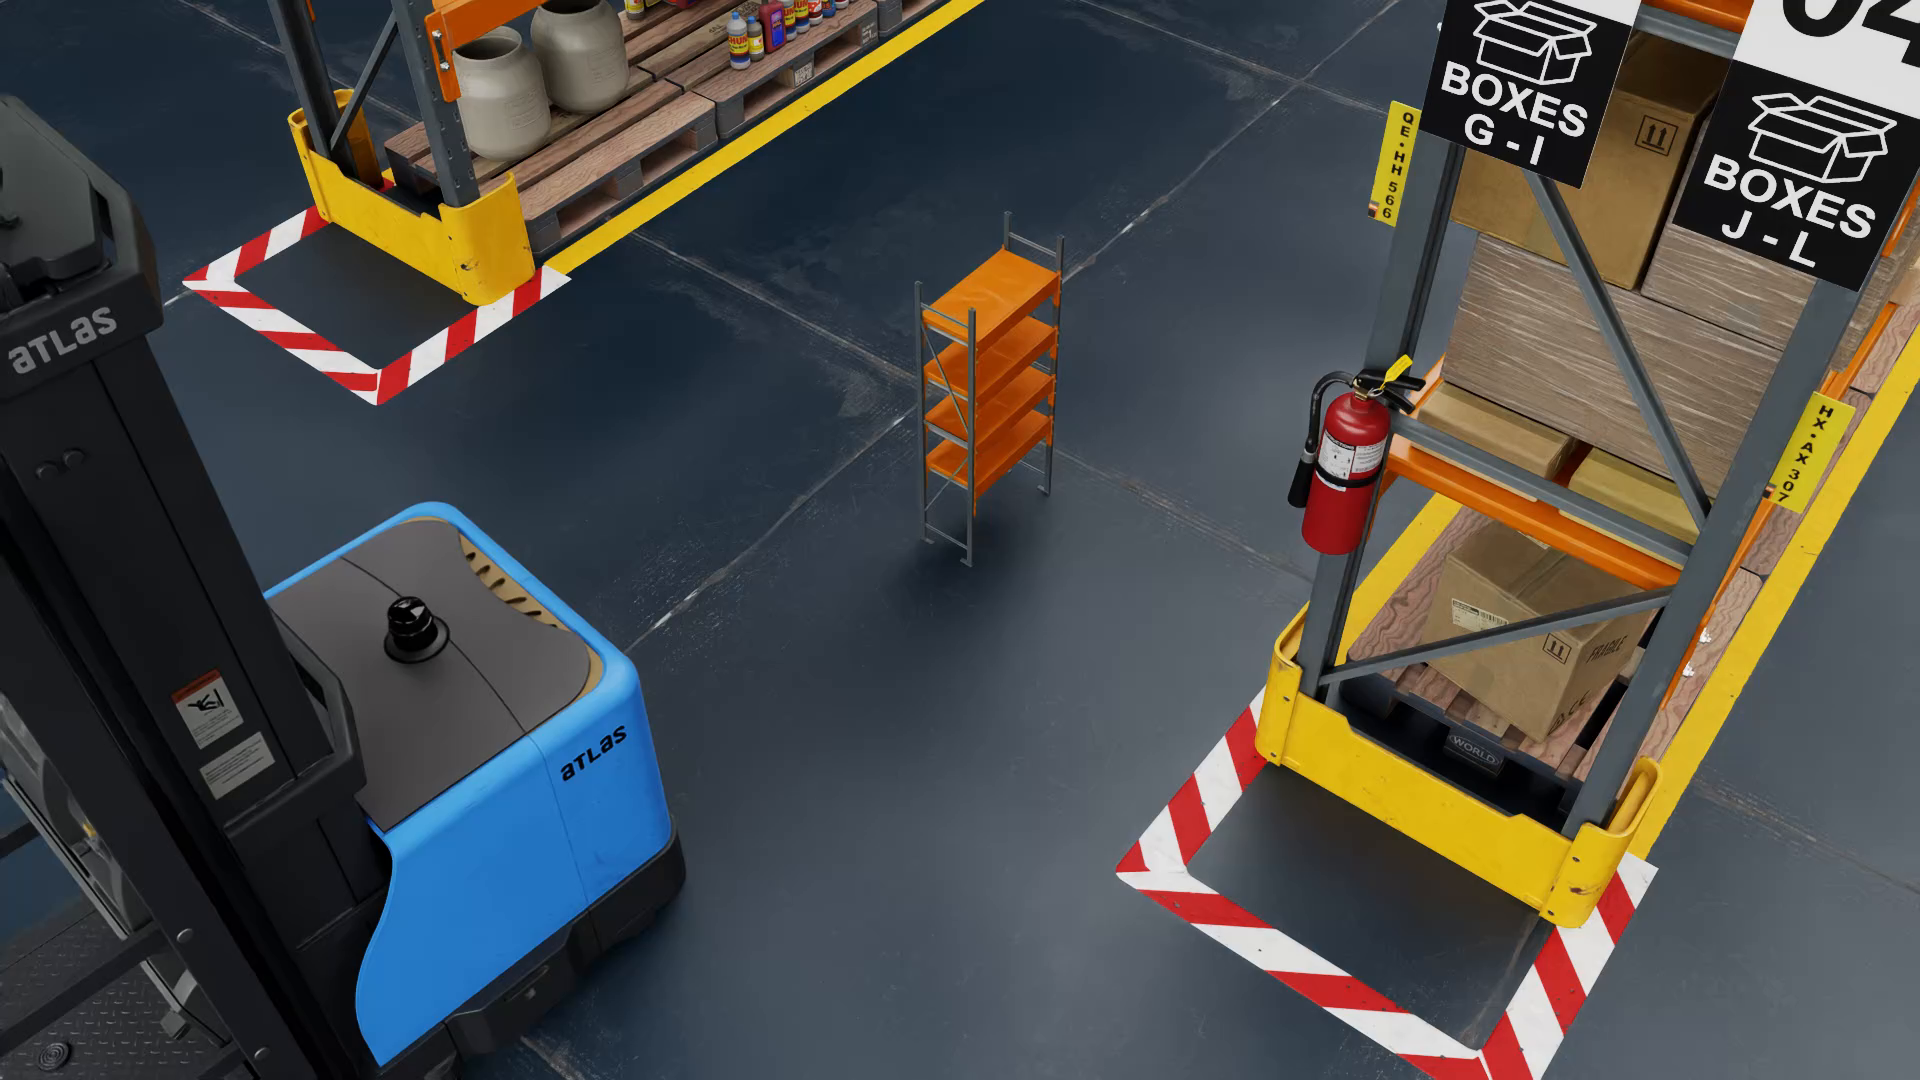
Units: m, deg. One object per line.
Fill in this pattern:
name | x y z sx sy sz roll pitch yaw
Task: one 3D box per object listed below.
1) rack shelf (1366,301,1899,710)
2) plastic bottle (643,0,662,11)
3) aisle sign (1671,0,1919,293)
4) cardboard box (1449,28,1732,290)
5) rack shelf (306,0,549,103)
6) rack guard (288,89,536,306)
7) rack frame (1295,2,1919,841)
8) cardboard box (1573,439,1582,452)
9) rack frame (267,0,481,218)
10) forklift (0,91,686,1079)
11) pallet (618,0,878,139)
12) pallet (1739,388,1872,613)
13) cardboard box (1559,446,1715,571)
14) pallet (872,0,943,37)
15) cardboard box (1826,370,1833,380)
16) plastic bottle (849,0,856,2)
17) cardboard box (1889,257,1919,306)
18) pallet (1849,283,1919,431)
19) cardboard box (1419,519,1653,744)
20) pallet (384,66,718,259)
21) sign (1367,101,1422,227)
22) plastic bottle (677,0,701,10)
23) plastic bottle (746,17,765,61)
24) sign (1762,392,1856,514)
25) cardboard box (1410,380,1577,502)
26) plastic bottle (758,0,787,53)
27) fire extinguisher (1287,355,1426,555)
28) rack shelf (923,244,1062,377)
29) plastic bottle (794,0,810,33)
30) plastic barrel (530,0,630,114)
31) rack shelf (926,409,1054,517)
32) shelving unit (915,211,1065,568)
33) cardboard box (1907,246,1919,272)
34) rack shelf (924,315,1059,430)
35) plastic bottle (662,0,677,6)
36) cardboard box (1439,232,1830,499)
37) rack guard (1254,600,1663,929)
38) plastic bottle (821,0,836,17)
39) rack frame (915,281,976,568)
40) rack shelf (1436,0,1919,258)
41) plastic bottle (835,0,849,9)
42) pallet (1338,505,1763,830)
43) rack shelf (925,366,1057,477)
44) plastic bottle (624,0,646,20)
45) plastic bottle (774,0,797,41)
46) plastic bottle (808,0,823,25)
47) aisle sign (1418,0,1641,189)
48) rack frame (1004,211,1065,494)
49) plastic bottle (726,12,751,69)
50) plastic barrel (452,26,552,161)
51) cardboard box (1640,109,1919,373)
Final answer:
rack shelf | 2.708 -1.032 5.659 1.077 0.370 4.000 29 53 25
plastic bottle | -1.601 -2.859 8.481 0.061 0.283 0.133 30 53 26
aisle sign | 1.685 -0.866 3.205 0.394 0.787 0.004 29 53 25
cardboard box | 1.626 -1.043 4.205 0.500 0.500 0.500 29 53 25
rack shelf | -1.211 -3.222 7.750 1.077 0.370 4.000 29 53 25
rack guard | -2.425 -1.526 7.362 1.175 0.500 0.348 29 53 25
rack frame | 1.485 -0.136 4.305 1.000 3.000 0.127 29 53 25
cardboard box | 1.649 -0.446 4.776 0.380 0.149 0.250 29 53 25
rack frame | -2.434 -2.326 6.397 1.000 3.000 0.127 29 53 25
forklift | -2.239 0.596 3.654 1.130 2.935 3.031 35 56 29
pallet | -1.178 -2.584 8.573 1.003 0.211 1.213 29 53 25
pallet | 2.803 -0.360 6.448 1.003 0.211 1.213 29 53 25
cardboard box | 1.848 -0.107 4.451 0.380 0.149 0.250 29 53 25
pallet | -0.432 -3.285 9.242 1.003 0.211 1.213 29 53 25
cardboard box | 2.476 -0.670 4.989 0.380 0.149 0.250 29 53 25
plastic bottle | -0.572 -2.944 8.567 0.152 0.276 0.135 30 53 26
cardboard box | 2.842 -0.922 5.230 0.380 0.149 0.250 29 53 25
pallet | 3.548 -1.062 7.118 1.003 0.211 1.213 29 53 25
cardboard box | 1.880 0.233 5.392 0.500 0.500 0.500 -33 54 -27
pallet | -1.924 -1.889 7.909 1.003 0.211 1.213 29 53 25
sign | 1.058 -0.902 4.018 0.100 0.325 0.005 29 53 25
plastic bottle | -1.398 -2.869 8.491 0.061 0.283 0.133 29 53 25
plastic bottle | -1.016 -2.470 8.166 0.097 0.201 0.097 0 46 0
sign | 1.915 -0.195 3.763 0.100 0.325 0.005 29 53 25
cardboard box | 1.496 -0.303 4.639 0.380 0.149 0.250 29 53 25
plastic bottle | -0.926 -2.560 8.196 0.061 0.283 0.133 30 53 26
fire extinguisher | 1.050 -0.247 4.465 0.296 0.674 0.183 29 53 25
rack shelf | 0.101 -0.781 5.622 0.258 0.148 0.480 29 53 25
plastic bottle | -0.808 -2.688 8.326 0.097 0.271 0.097 0 46 0
plastic barrel | -1.786 -2.308 7.811 0.421 0.512 0.421 0 46 0
rack shelf | 0.101 -0.326 6.099 0.258 0.148 0.480 29 53 25
shelving unit | 0.101 -0.509 5.907 0.258 1.200 0.503 29 53 25
cardboard box | 2.348 -1.096 4.256 0.500 0.500 0.500 29 53 25
rack shelf | 0.101 -0.617 5.794 0.258 0.148 0.480 29 53 25
plastic bottle | -1.483 -2.914 8.538 0.152 0.276 0.135 30 53 25
cardboard box | 1.843 -0.576 4.451 0.875 0.500 0.500 29 53 25
rack guard | 1.532 0.684 5.251 1.175 0.500 0.348 29 53 25
plastic bottle | -0.685 -2.804 8.437 0.097 0.271 0.097 0 46 0
rack frame | -0.048 -0.370 5.773 0.240 1.200 0.015 29 53 25
rack shelf | 2.708 -2.068 4.574 1.077 0.370 4.000 29 53 25
plastic bottle | -0.622 -2.838 8.518 0.097 0.201 0.097 0 46 0
pallet | 2.056 0.335 5.784 1.003 0.211 1.213 29 53 25
rack shelf | 0.101 -0.463 5.955 0.258 0.148 0.480 29 53 25
plastic bottle | -1.658 -2.756 8.439 0.097 0.201 0.097 0 46 0
plastic bottle | -0.870 -2.631 8.271 0.097 0.271 0.097 0 46 0
plastic bottle | -0.748 -2.721 8.406 0.097 0.201 0.097 0 46 0
aisle sign | 1.210 -1.131 3.458 0.394 0.787 0.004 29 53 25
rack frame | 0.250 -0.649 6.040 0.240 1.200 0.015 29 53 25
plastic bottle | -1.079 -2.435 8.084 0.097 0.271 0.097 0 46 0
plastic barrel | -2.092 -2.022 7.537 0.421 0.512 0.421 0 46 0
cardboard box | 2.037 -0.813 3.986 0.500 0.500 0.500 29 53 25
